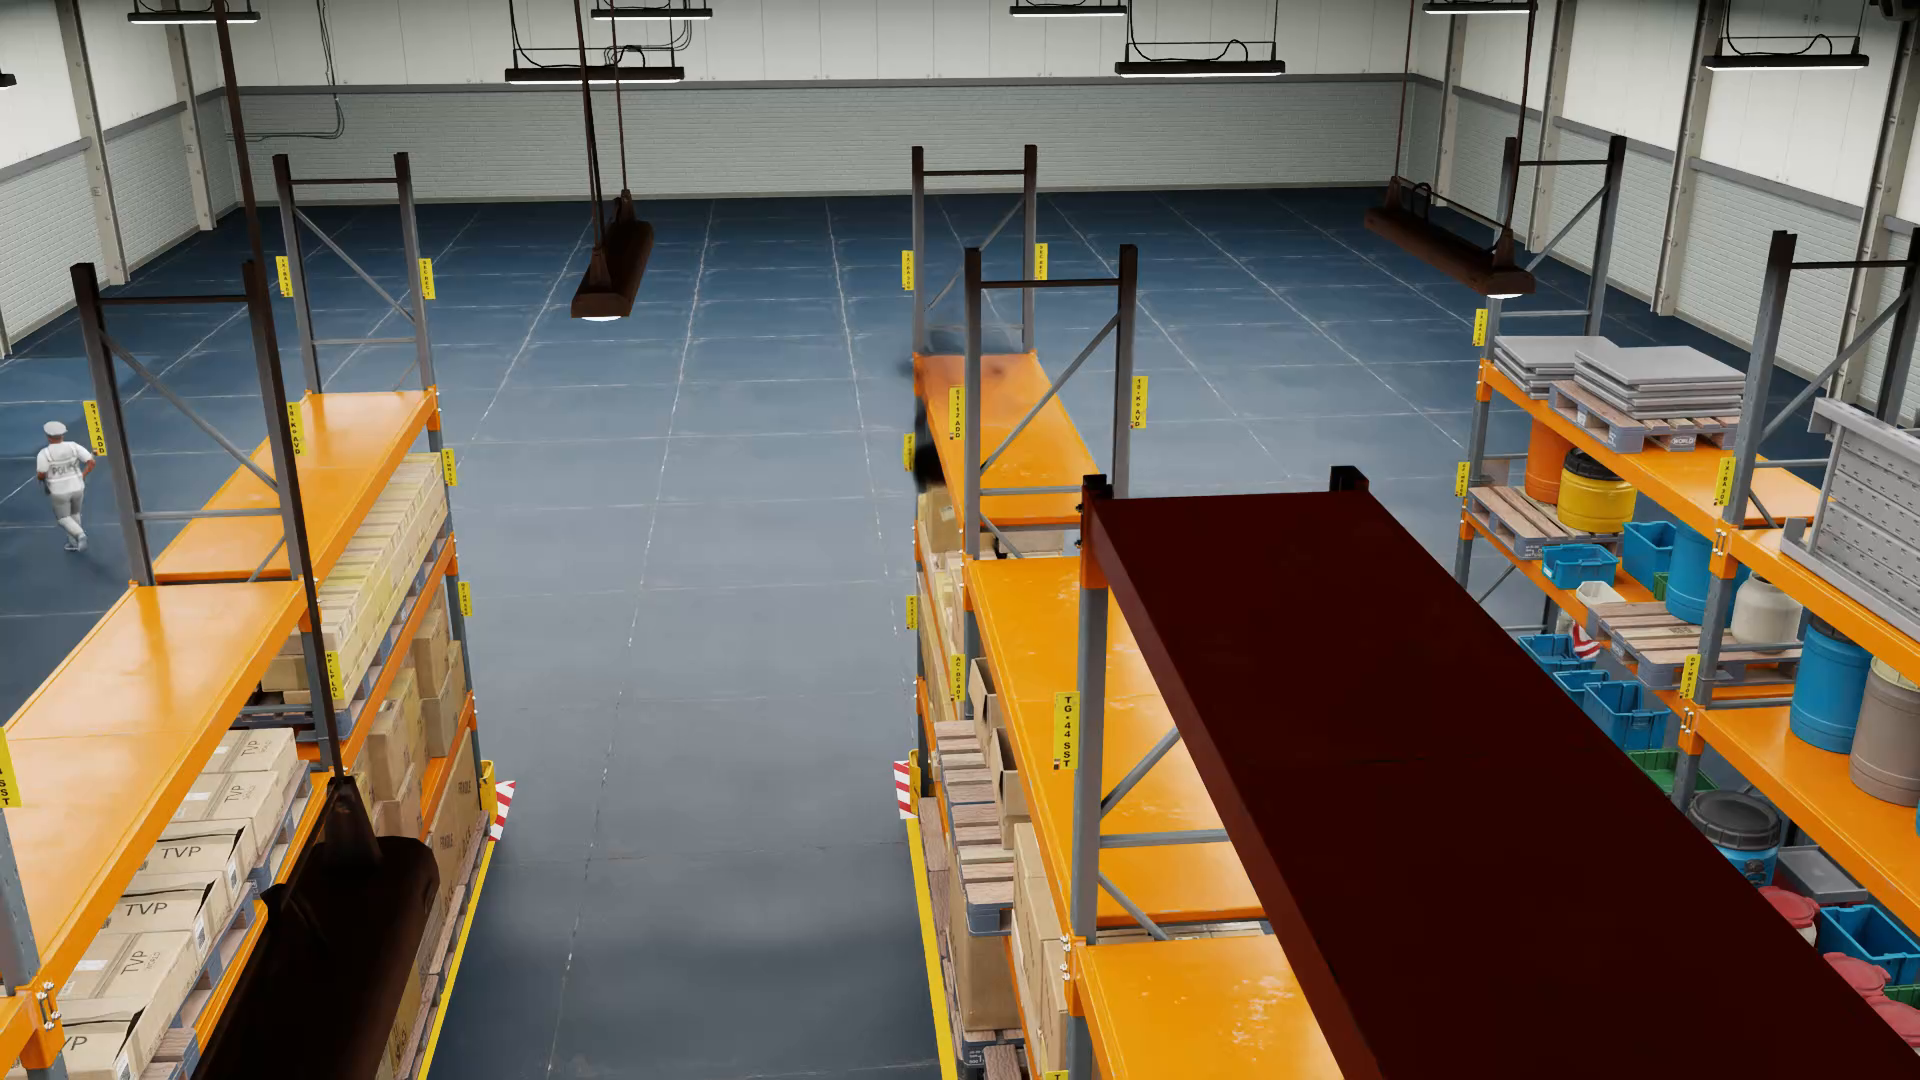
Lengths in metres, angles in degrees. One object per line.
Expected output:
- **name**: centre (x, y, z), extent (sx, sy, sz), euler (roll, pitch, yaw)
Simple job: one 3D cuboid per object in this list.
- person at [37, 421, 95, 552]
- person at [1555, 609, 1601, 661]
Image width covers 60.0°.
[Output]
- **person**: centre (-11.202, -0.626, 20.882), extent (0.843, 1.776, 0.663), euler (17, 27, 37)
- **person**: centre (6.059, 1.160, 16.321), extent (0.663, 1.816, 0.776), euler (-14, 25, -31)
